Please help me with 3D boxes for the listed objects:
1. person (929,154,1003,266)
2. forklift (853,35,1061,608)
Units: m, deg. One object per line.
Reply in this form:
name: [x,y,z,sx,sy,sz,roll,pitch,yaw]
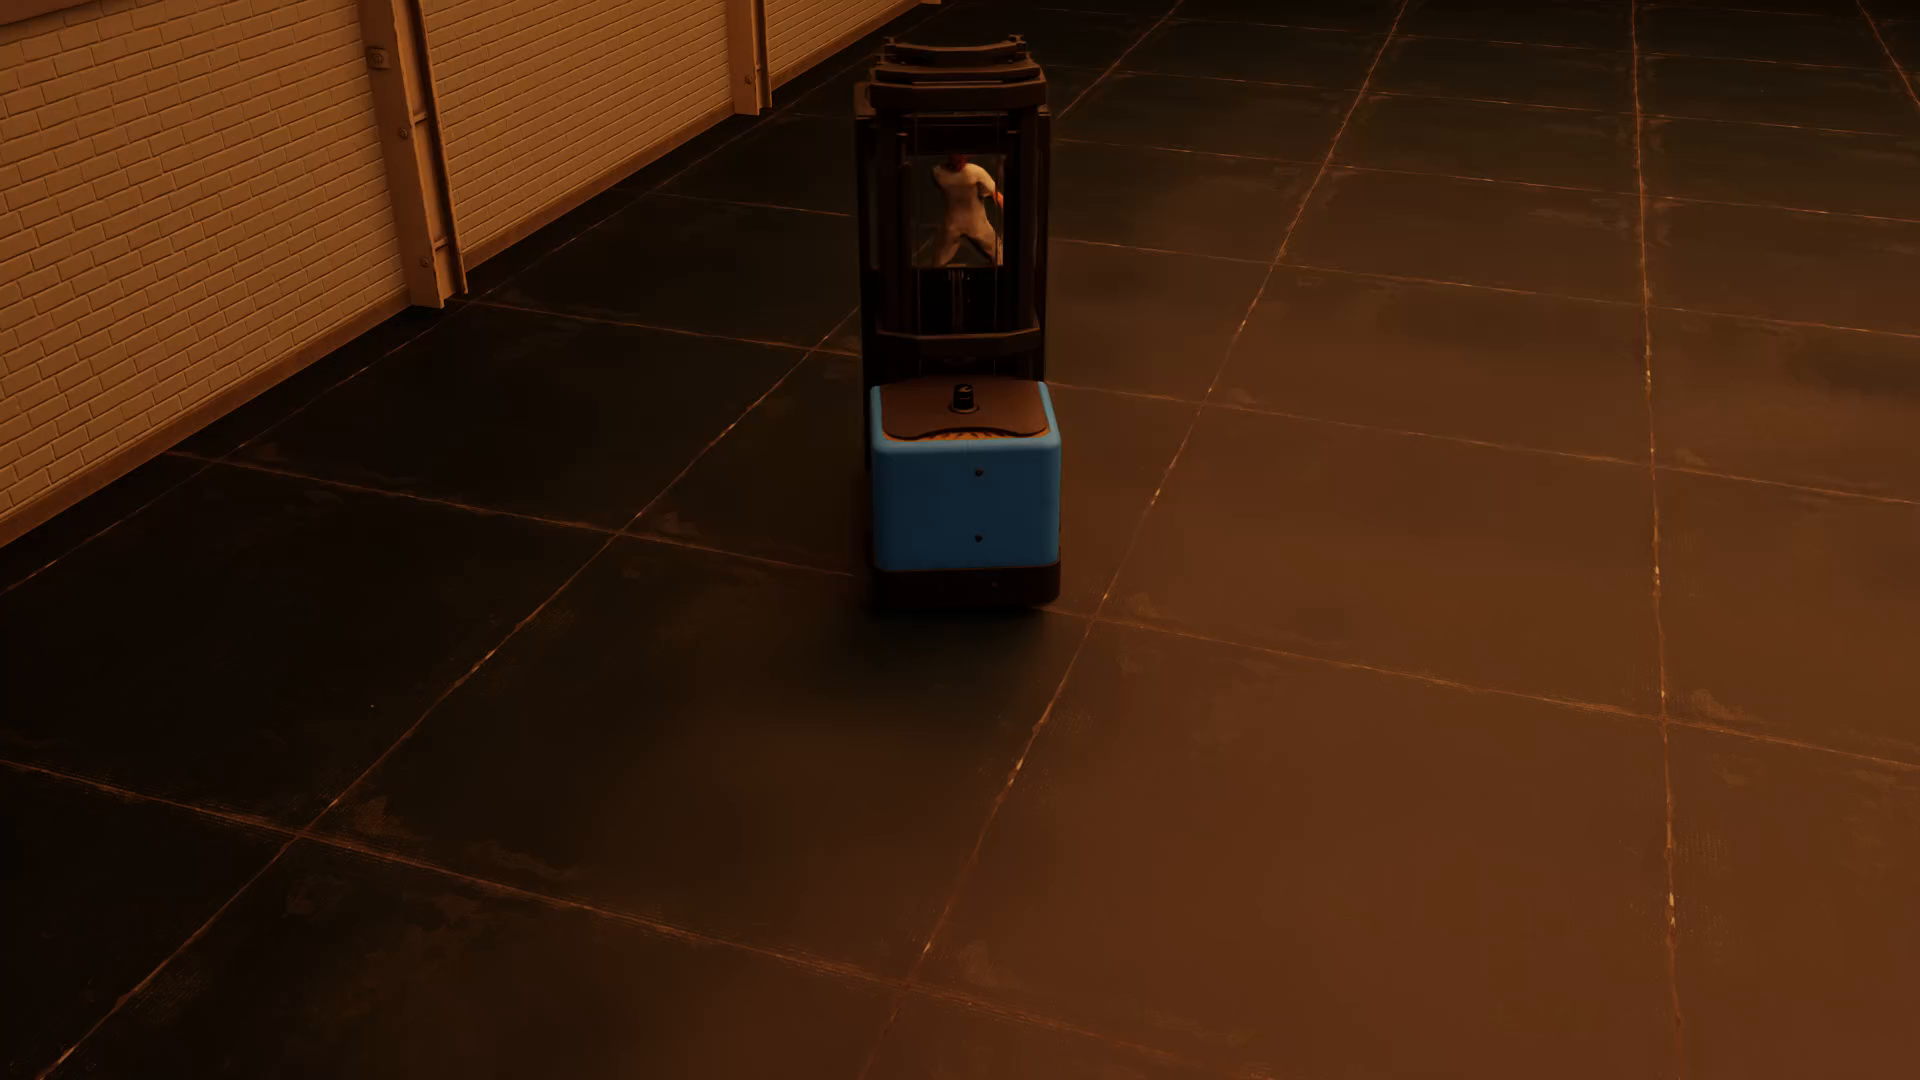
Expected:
person: [0.096,-2.416,12.749,0.686,1.561,0.825,2,30,4]
forklift: [-0.057,-1.592,9.928,1.130,2.935,3.031,-2,30,-3]
